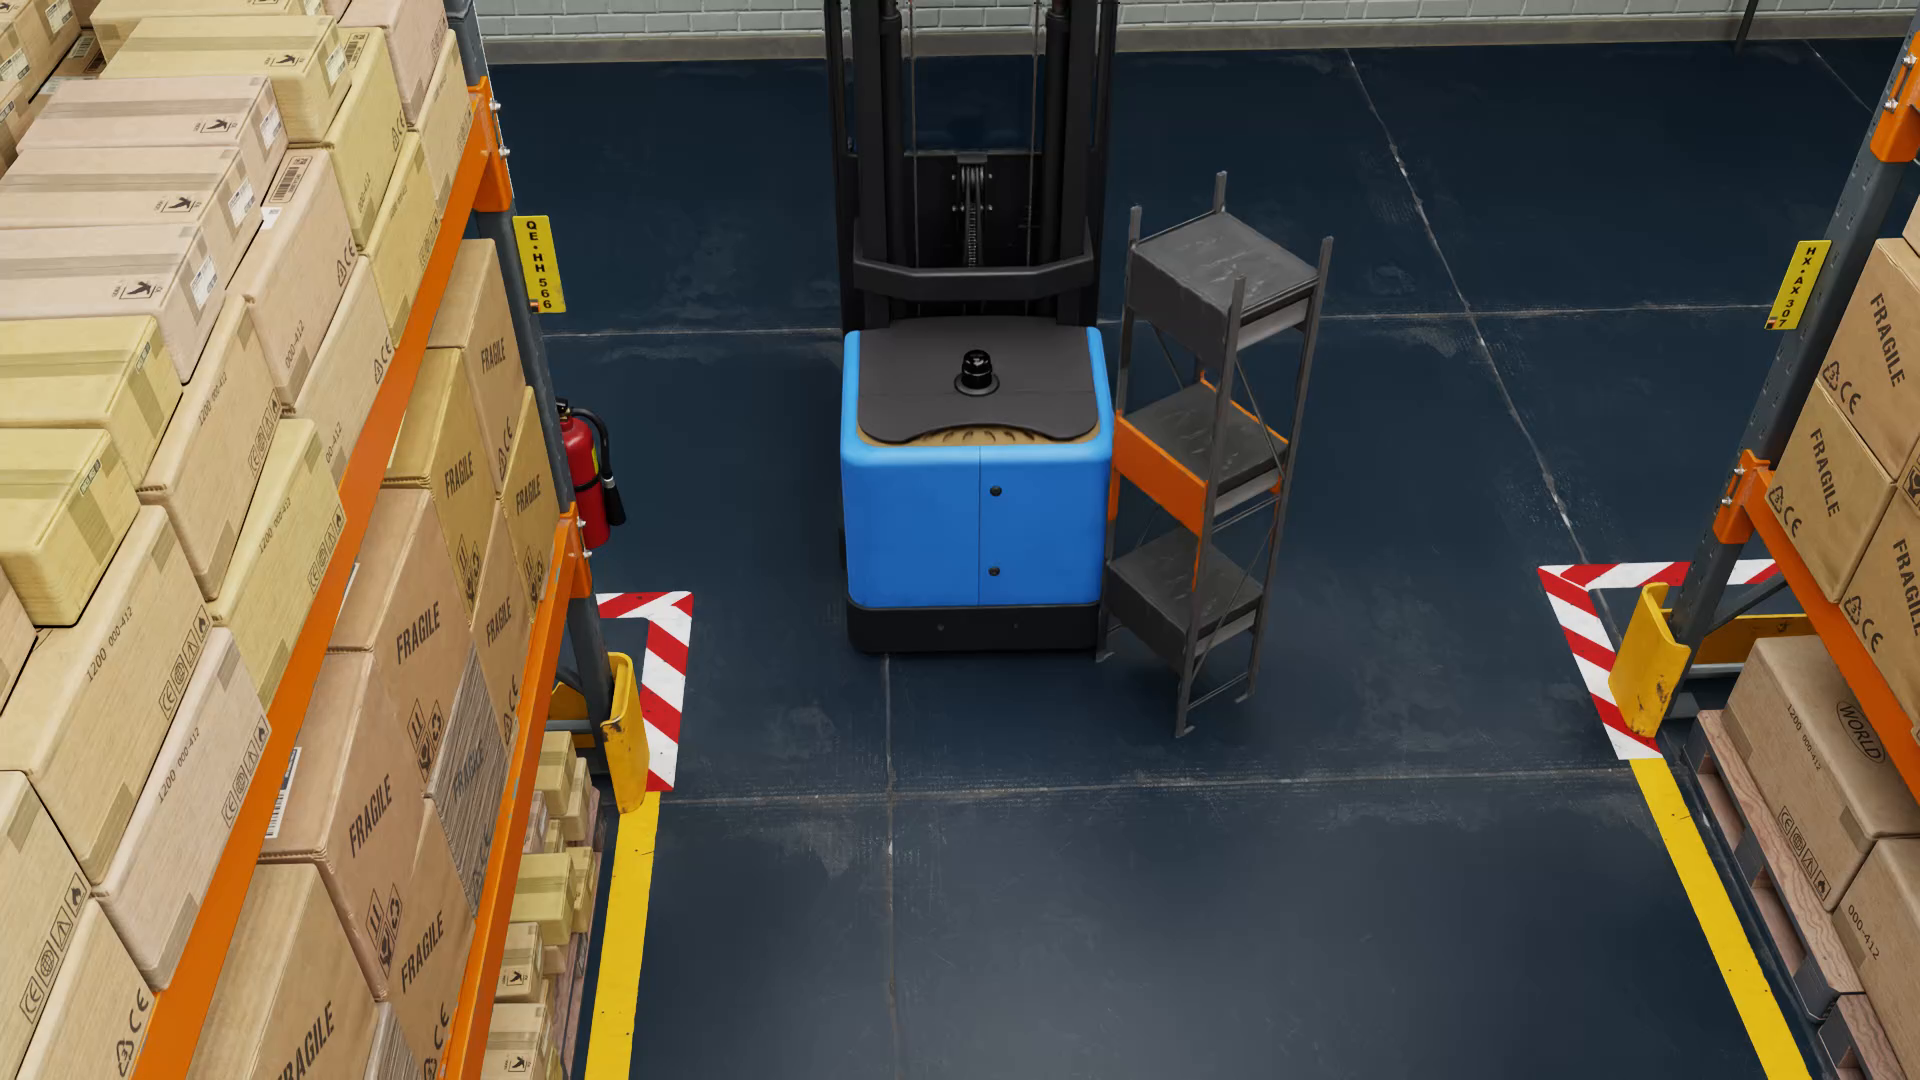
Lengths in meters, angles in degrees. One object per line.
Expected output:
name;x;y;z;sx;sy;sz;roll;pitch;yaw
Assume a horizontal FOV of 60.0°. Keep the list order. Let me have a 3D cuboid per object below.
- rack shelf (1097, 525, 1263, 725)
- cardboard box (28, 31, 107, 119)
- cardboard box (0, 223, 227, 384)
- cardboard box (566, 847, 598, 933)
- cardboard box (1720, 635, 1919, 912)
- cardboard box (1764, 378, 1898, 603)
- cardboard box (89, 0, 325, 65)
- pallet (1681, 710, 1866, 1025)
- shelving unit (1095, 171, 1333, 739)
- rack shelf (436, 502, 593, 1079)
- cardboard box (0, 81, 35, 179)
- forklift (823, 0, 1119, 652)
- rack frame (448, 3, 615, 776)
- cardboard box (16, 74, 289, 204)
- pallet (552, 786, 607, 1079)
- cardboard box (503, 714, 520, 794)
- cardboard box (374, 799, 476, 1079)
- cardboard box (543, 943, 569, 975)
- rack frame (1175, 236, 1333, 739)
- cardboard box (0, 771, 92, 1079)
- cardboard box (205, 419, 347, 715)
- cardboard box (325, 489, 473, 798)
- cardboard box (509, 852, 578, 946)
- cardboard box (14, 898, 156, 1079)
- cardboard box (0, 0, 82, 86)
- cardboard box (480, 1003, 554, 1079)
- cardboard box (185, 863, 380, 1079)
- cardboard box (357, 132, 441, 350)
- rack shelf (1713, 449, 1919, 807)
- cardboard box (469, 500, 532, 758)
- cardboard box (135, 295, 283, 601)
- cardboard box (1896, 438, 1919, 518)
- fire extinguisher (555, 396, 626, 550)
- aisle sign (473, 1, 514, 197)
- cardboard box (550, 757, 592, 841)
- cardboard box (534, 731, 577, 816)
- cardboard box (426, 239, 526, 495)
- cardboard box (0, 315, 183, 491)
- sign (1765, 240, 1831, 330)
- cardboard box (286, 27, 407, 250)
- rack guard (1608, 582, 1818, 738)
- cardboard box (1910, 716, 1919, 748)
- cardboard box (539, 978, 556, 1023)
rack shelf;0.854;0.304;6.420;0.431;0.518;0.480;-26;48;-25
cardboard box;-1.987;-0.826;3.452;0.500;0.250;0.500;-2;43;-2
cardboard box;-1.418;-0.374;2.664;0.380;0.149;0.250;-3;43;-3
cardboard box;-1.426;1.169;5.554;0.380;0.149;0.250;0;43;0
cardboard box;3.300;0.775;5.770;0.875;0.438;0.875;-3;43;-3
cardboard box;2.906;-0.162;5.133;0.500;0.500;0.500;-2;43;-2
cardboard box;-1.537;-1.071;3.424;0.380;0.149;0.250;-3;43;-3
pallet;3.284;1.108;5.885;1.003;0.211;1.213;-2;43;-2
shelving unit;0.853;-0.223;5.938;0.431;2.100;0.503;-26;48;-25
rack shelf;-1.684;1.368;4.070;1.077;0.370;4.000;-2;43;-2
cardboard box;-1.925;-0.711;3.032;0.380;0.149;0.250;-1;43;-1
forklift;0.032;-1.608;6.836;1.130;2.935;3.031;-1;43;-1
rack frame;-1.769;-0.247;5.300;1.000;3.000;0.127;-2;43;-2
cardboard box;-1.467;-0.723;3.045;0.380;0.149;0.250;-3;43;-3
pallet;-1.767;1.381;5.587;1.003;0.211;1.213;-2;43;-2
cardboard box;-1.440;0.567;4.598;0.380;0.149;0.250;-1;43;-1
cardboard box;-1.434;0.929;3.723;0.500;0.500;0.500;0;43;0
cardboard box;-1.438;1.238;5.259;0.380;0.149;0.250;-3;43;-4
rack frame;0.995;-0.089;5.792;0.400;2.100;0.015;-26;48;-25
cardboard box;-1.397;0.550;1.952;0.500;0.250;0.500;-2;43;-2
cardboard box;-1.407;0.039;2.878;0.500;0.250;0.500;0;43;0
cardboard box;-1.449;0.232;3.743;0.500;0.500;0.500;0;43;0
cardboard box;-1.402;1.122;5.165;0.380;0.149;0.250;-3;43;-3
cardboard box;-1.386;0.744;2.109;0.500;0.250;0.500;-2;43;-2
cardboard box;-2.052;-1.046;3.397;0.380;0.149;0.250;-2;43;-2
cardboard box;-1.388;1.478;4.776;0.380;0.149;0.250;0;43;0
cardboard box;-1.403;0.936;2.975;0.500;0.500;0.500;-1;43;-1
cardboard box;-1.457;-0.654;3.635;0.500;0.250;0.500;-2;43;-2
rack shelf;3.257;1.158;4.300;1.077;0.370;4.000;-2;43;-2
cardboard box;-1.476;0.250;4.463;0.500;0.500;0.500;-2;43;-2
cardboard box;-1.444;-0.147;2.711;0.500;0.250;0.500;-3;43;-4
cardboard box;2.937;-0.182;4.415;0.500;0.500;0.500;-3;43;-3
fire extinguisher;-1.319;-0.265;5.652;0.296;0.674;0.183;-2;43;-2
aisle sign;-1.473;-1.264;4.485;0.394;0.787;0.004;-2;43;-2
cardboard box;-1.462;0.887;5.641;0.380;0.149;0.250;-3;43;-3
cardboard box;-1.494;0.779;5.539;0.380;0.149;0.250;-1;43;-1
cardboard box;-1.501;-0.461;4.499;0.500;0.500;0.500;-2;43;-3
cardboard box;-1.402;-0.197;2.471;0.380;0.149;0.250;-3;43;-3
sign;2.617;-0.794;5.197;0.100;0.325;0.005;-2;43;-2
cardboard box;-1.473;-0.833;3.460;0.500;0.250;0.500;-3;43;-3
rack guard;3.171;0.447;6.392;1.175;0.500;0.348;-2;43;-2
cardboard box;2.958;0.522;4.386;0.500;0.500;0.500;-2;43;-2
cardboard box;-1.478;1.516;5.175;0.380;0.149;0.250;-1;43;-1
